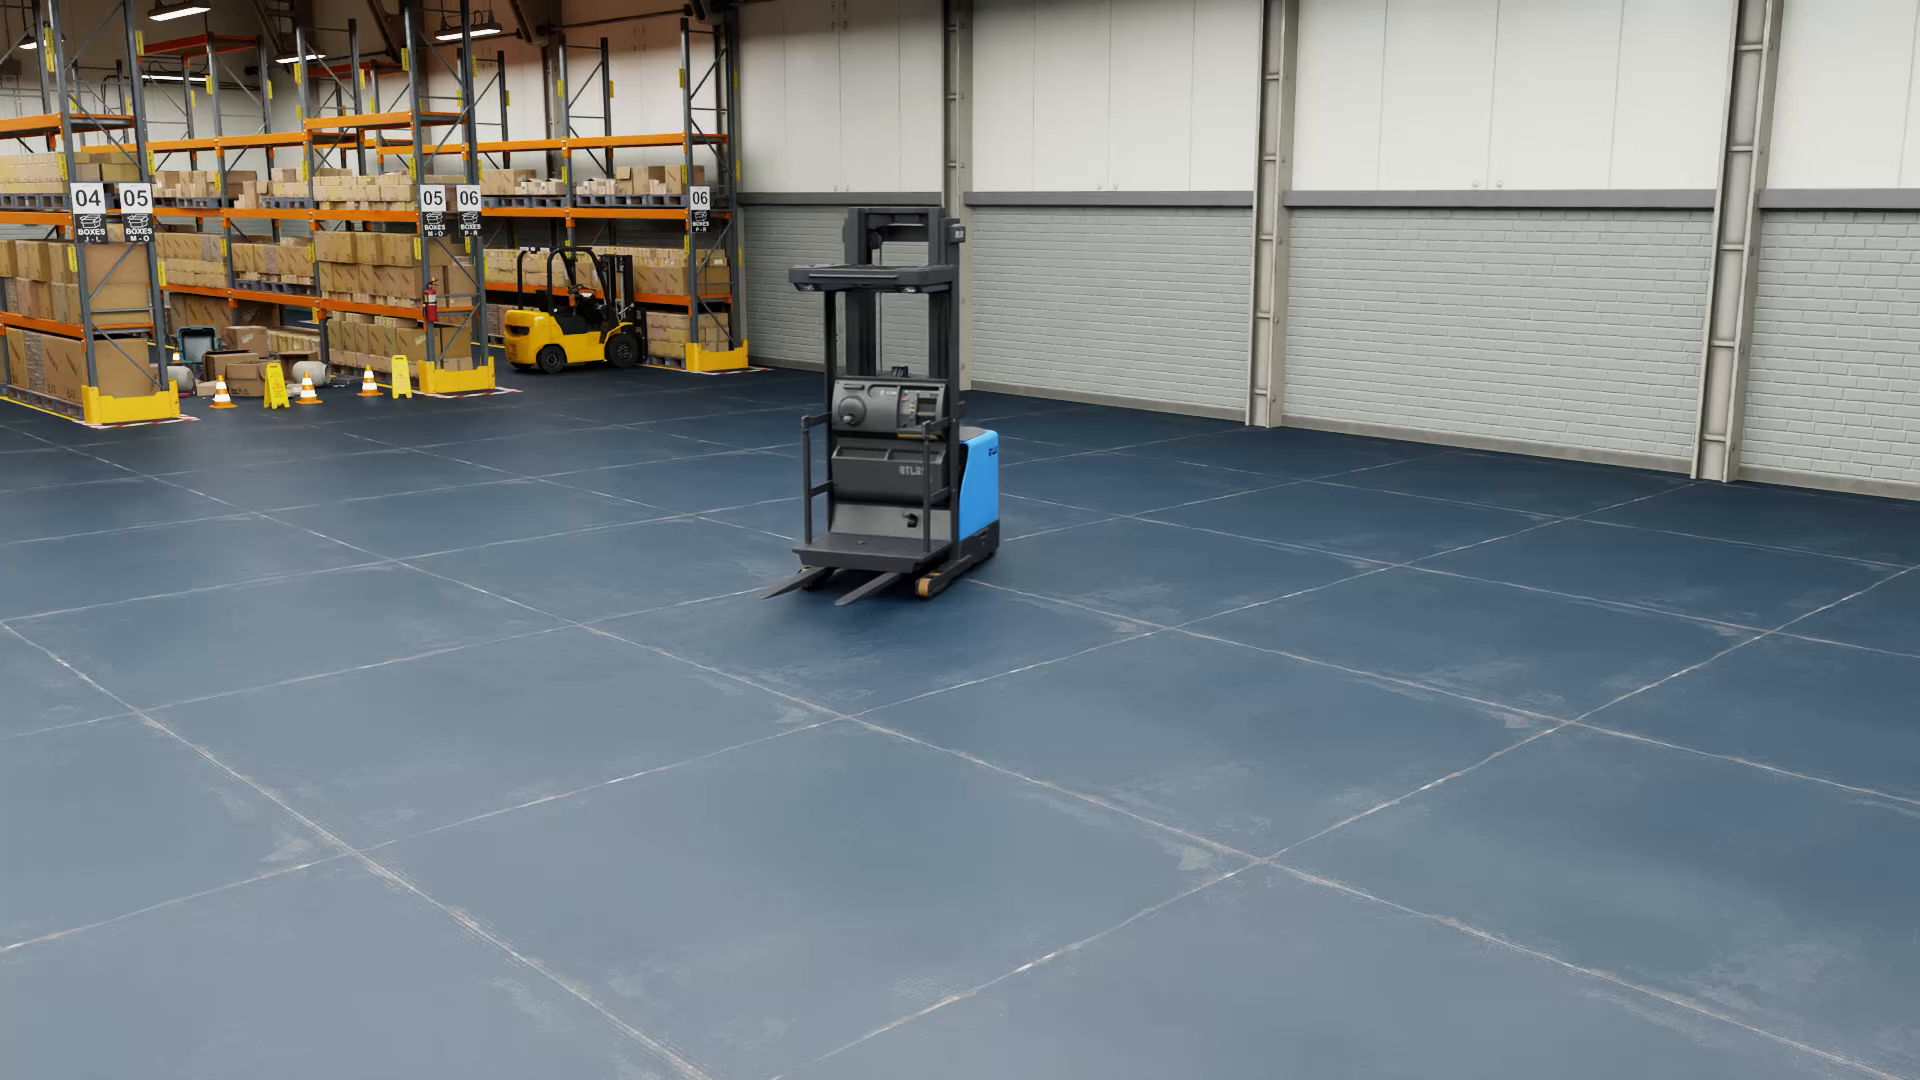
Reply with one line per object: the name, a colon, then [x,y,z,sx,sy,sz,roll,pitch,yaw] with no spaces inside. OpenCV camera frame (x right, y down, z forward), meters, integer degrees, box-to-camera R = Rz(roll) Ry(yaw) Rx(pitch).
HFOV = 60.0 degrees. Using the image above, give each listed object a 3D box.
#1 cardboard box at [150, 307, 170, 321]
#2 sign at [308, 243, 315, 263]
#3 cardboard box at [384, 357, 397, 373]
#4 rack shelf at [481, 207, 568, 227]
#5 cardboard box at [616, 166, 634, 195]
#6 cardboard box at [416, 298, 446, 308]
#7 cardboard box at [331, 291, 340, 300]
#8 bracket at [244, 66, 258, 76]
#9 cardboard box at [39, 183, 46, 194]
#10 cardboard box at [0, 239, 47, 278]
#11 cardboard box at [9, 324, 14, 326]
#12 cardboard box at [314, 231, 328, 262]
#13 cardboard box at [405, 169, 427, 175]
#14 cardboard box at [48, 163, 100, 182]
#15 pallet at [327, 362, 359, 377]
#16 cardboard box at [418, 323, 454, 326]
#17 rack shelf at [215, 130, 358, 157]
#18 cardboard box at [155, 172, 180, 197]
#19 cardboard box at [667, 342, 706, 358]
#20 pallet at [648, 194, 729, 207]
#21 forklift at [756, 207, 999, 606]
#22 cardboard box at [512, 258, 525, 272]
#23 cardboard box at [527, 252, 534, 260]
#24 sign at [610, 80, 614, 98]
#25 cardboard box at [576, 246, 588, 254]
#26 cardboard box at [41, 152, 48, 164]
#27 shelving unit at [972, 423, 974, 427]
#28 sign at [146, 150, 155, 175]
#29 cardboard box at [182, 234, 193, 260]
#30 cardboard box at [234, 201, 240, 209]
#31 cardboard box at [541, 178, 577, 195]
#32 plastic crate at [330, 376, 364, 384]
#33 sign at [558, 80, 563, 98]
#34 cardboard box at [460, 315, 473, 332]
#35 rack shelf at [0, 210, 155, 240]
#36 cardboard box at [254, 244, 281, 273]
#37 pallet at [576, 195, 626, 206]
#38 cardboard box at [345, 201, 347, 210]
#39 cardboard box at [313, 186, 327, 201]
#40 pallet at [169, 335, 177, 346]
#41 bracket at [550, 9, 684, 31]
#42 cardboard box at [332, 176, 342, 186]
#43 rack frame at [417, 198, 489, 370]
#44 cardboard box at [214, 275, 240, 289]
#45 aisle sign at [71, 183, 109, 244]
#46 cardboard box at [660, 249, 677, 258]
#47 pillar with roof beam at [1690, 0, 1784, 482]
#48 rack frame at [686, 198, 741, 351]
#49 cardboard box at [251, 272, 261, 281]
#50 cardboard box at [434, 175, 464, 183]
cardboard box: [-17.210,-4.786,36.019,0.875,0.438,0.875,11,16,43]
sign: [-11.110,-4.920,28.490,0.100,0.325,0.005,-11,16,-43]
cardboard box: [-9.053,-2.863,27.149,0.500,0.250,0.500,-11,16,-42]
rack shelf: [-8.504,-6.532,33.531,1.077,0.370,4.000,-11,16,-43]
cardboard box: [-5.854,-6.599,30.528,0.797,0.503,0.637,-10,15,-41]
cardboard box: [-8.361,-3.749,26.297,0.380,0.149,0.250,-10,15,-41]
cardboard box: [-10.513,-4.188,28.426,0.380,0.149,0.250,-10,15,-41]
bracket: [-18.800,-12.452,44.129,0.235,0.232,0.430,-11,16,-43]
cardboard box: [-12.459,-4.856,22.948,0.380,0.149,0.250,-11,16,-42]
cardboard box: [-13.991,-4.270,25.156,0.875,0.550,0.550,-11,16,-43]
cardboard box: [-16.022,-3.185,27.474,1.050,0.750,0.750,-11,16,-42]
cardboard box: [-10.564,-5.021,28.385,0.700,0.500,0.500,-11,16,-43]
cardboard box: [-12.180,-8.171,37.275,0.396,0.266,0.258,-11,16,-43]
cardboard box: [-11.999,-4.971,22.519,0.500,0.250,0.500,-11,16,-42]
pallet: [-10.221,-2.972,28.814,1.003,0.211,1.213,-11,16,-43]
cardboard box: [-8.686,-3.309,27.453,0.500,0.500,0.500,11,16,43]
rack shelf: [-12.092,-7.113,29.909,1.077,0.370,4.000,-11,16,-43]
cardboard box: [-15.836,-7.153,33.476,0.500,0.500,0.500,-11,16,-44]
cardboard box: [-4.914,-3.423,29.865,0.500,0.250,0.500,-11,16,-42]
pallet: [-4.830,-6.072,29.736,1.003,0.211,1.213,-11,16,-43]
forklift: [-0.631,-1.075,12.863,1.130,2.935,3.031,4,12,19]
cardboard box: [-8.691,-5.556,33.580,0.500,0.250,0.500,-11,16,-42]
cardboard box: [-8.424,-5.691,33.246,0.380,0.149,0.250,-11,16,-42]
sign: [-6.705,-8.670,31.987,0.100,0.325,0.005,-11,16,-43]
cardboard box: [-7.118,-5.548,31.812,0.380,0.149,0.250,-10,16,-41]
cardboard box: [-12.285,-5.210,22.690,0.380,0.149,0.250,-11,16,-42]
shelving unit: [-0.037,-0.522,14.843,0.215,1.050,0.252,-11,16,-43]
sign: [-11.053,-5.155,22.704,0.100,0.325,0.005,-11,16,-43]
cardboard box: [-15.062,-5.814,32.974,0.500,0.500,0.500,-11,16,-43]
cardboard box: [-13.378,-6.291,31.203,0.380,0.149,0.250,-11,16,-43]
cardboard box: [-7.799,-6.875,32.346,0.500,0.311,0.500,11,16,43]
plastic crate: [-10.219,-2.658,27.612,0.583,0.080,0.402,6,13,26]
sign: [-7.507,-8.480,31.261,0.100,0.325,0.005,-11,16,-43]
cardboard box: [-10.333,-4.720,35.542,0.500,0.500,0.500,-10,15,-41]
rack shelf: [-12.840,-4.551,23.918,1.077,0.370,4.000,-11,16,-43]
cardboard box: [-12.593,-5.165,30.524,0.500,0.500,0.500,-11,16,-42]
pallet: [-6.515,-6.428,31.464,1.003,0.211,1.213,-11,16,-43]
cardboard box: [-9.961,-5.548,27.595,0.250,0.149,0.380,11,16,43]
cardboard box: [-10.605,-5.870,28.170,0.500,0.250,0.500,-11,16,-44]
pallet: [-15.648,-4.131,34.437,1.003,0.211,1.213,-11,16,-43]
bracket: [-6.512,-9.855,31.524,0.076,0.066,4.783,-11,16,-43]
cardboard box: [-10.191,-5.960,27.621,0.380,0.149,0.250,-11,16,-43]
rack frame: [-7.948,-3.847,26.151,1.000,3.000,0.127,-11,16,-43]
cardboard box: [-14.010,-4.979,32.016,0.500,0.250,0.500,11,16,43]
aisle sign: [-11.627,-4.364,22.216,0.394,0.787,0.004,-11,16,-43]
cardboard box: [-5.154,-5.141,29.837,0.380,0.149,0.250,-10,16,-41]
pillar with roof beam: [5.127,-4.478,14.346,9.100,9.000,0.400,-11,16,-43]
rack frame: [-4.361,-4.539,29.511,1.000,3.000,0.127,-11,16,-43]
cardboard box: [-12.881,-4.889,30.788,0.380,0.149,0.250,-11,16,-42]
cardboard box: [-8.046,-5.664,26.183,0.380,0.149,0.250,-11,16,-43]
